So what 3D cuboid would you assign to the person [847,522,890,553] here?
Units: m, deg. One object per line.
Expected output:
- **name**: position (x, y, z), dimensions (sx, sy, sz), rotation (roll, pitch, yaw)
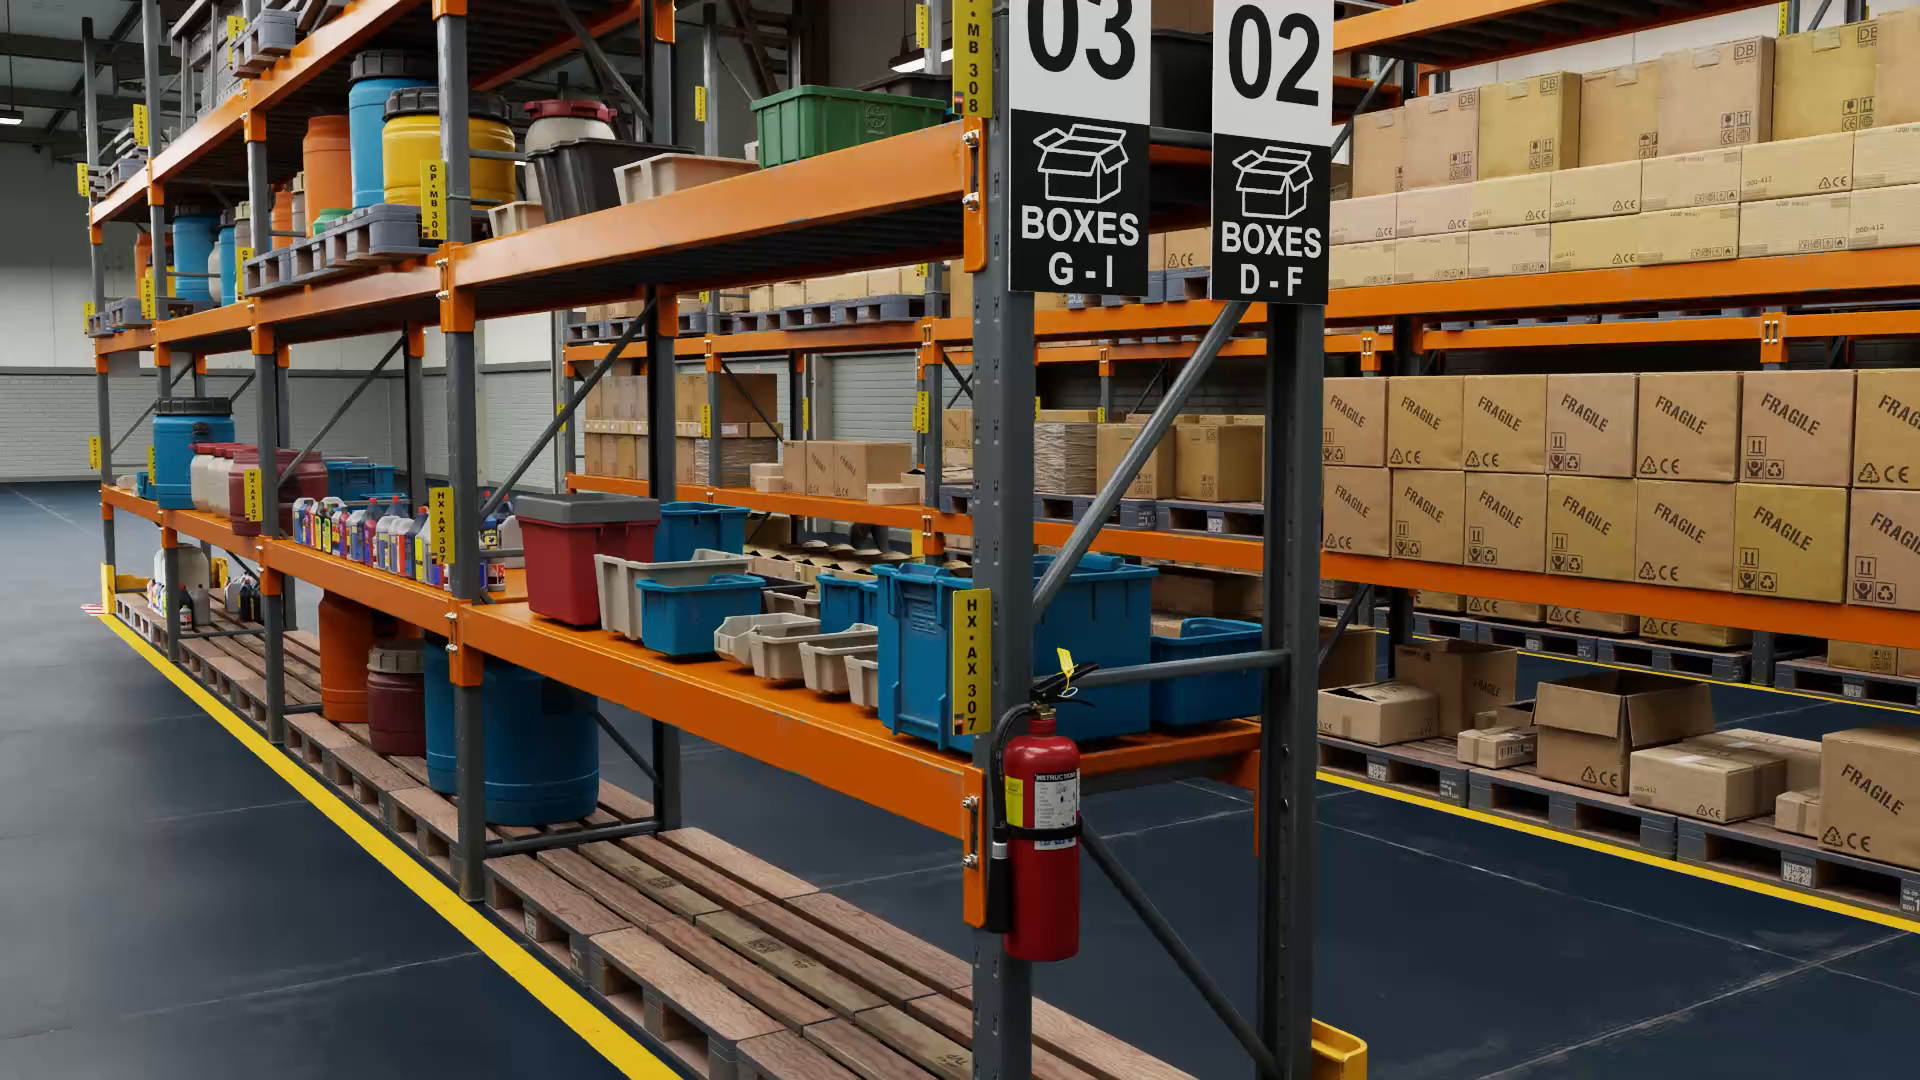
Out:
- **person**: position (-1.055, -0.214, 18.821), dimensions (0.468, 1.652, 0.908), rotation (-4, 6, -38)
